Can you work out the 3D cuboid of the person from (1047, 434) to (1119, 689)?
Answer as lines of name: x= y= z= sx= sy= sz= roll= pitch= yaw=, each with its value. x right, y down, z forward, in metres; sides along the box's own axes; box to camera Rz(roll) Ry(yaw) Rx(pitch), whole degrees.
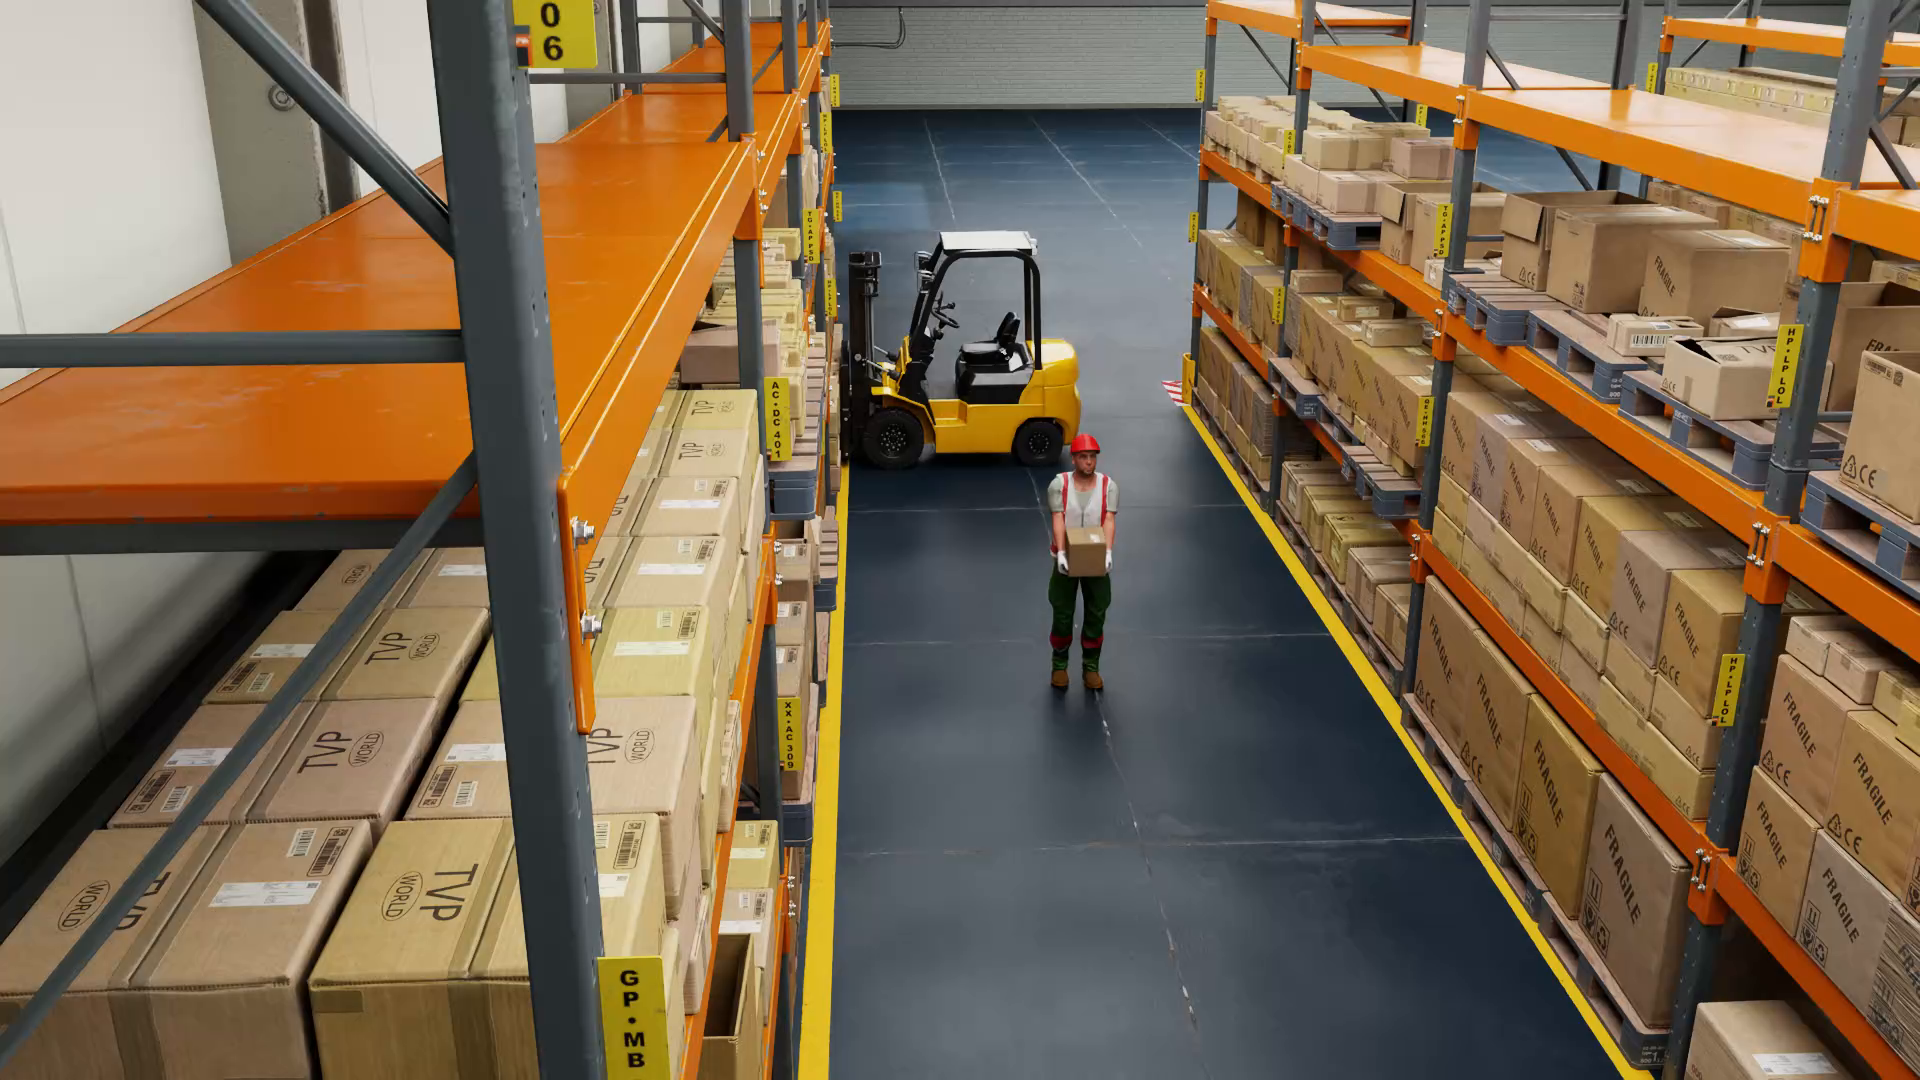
person: x=0.849 y=0.178 z=11.429 sx=0.494 sy=1.782 sz=0.573 roll=-1 pitch=20 yaw=-3
